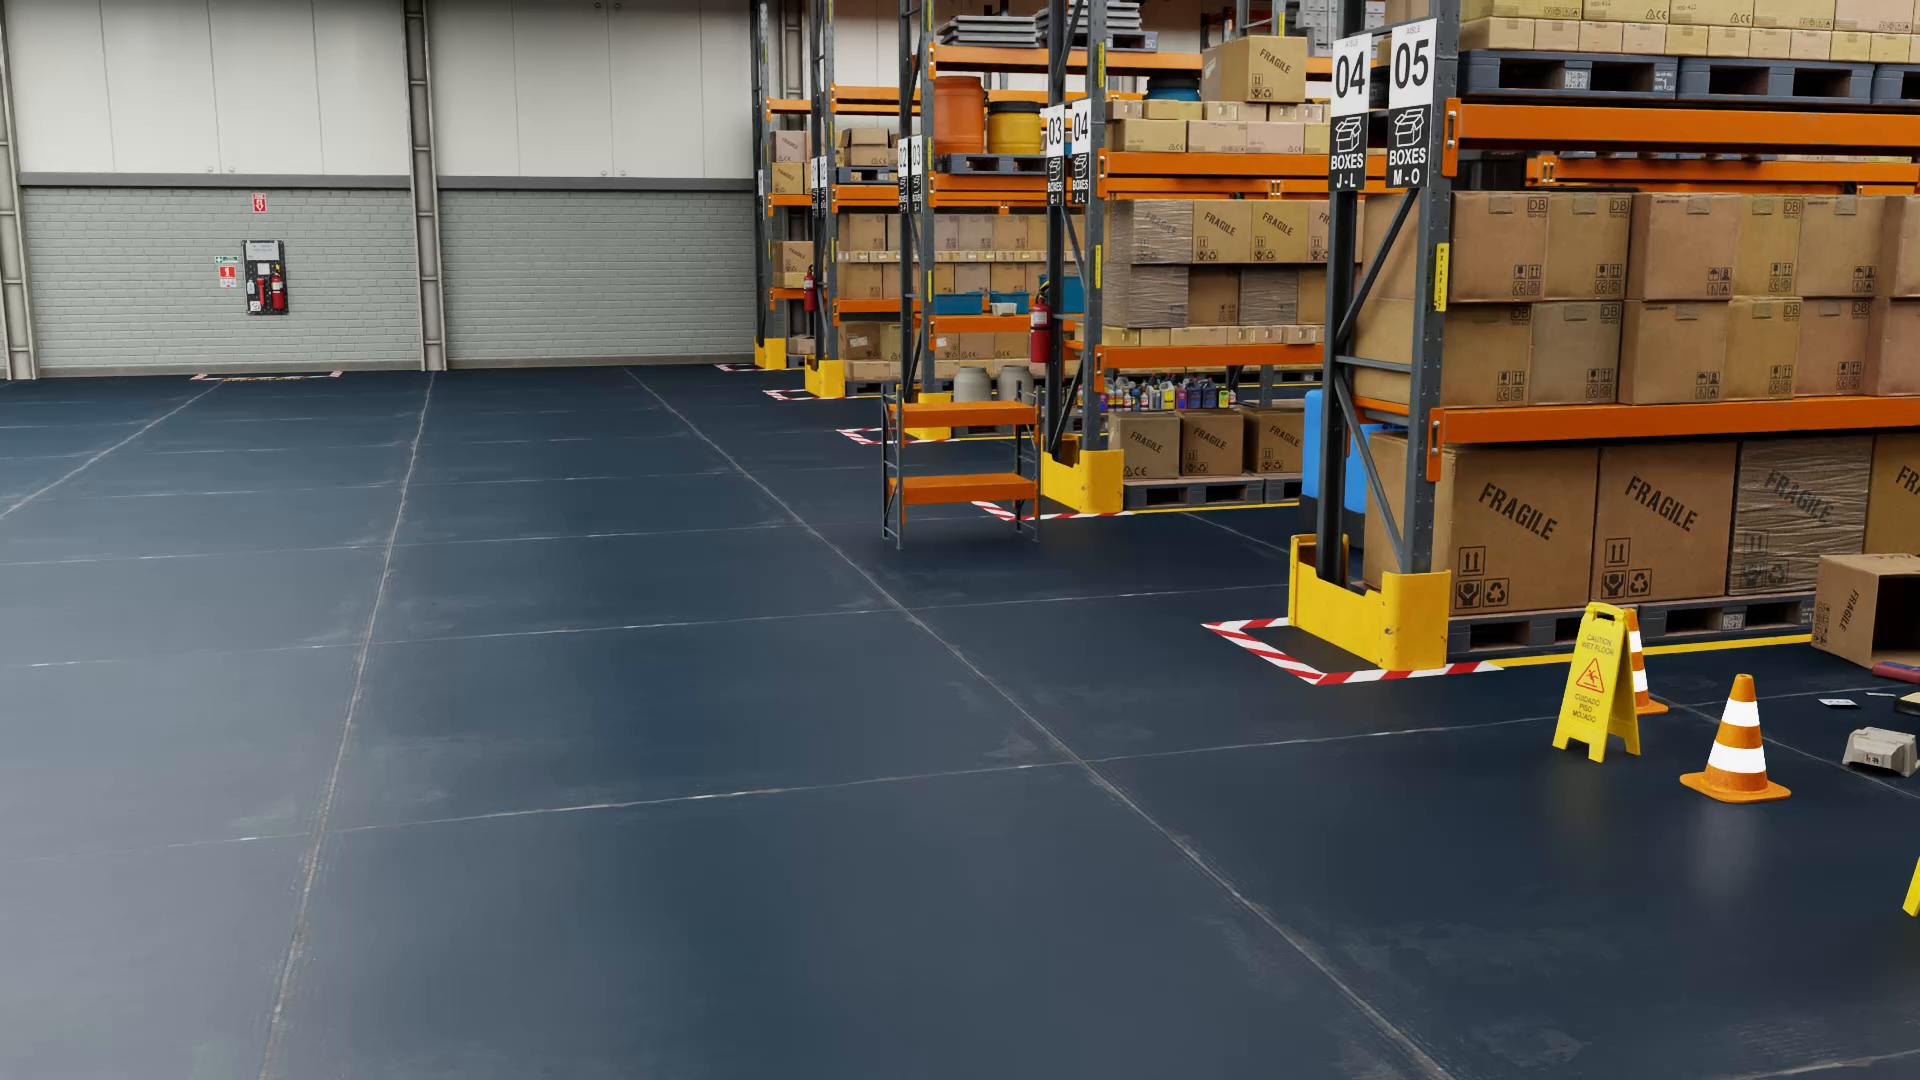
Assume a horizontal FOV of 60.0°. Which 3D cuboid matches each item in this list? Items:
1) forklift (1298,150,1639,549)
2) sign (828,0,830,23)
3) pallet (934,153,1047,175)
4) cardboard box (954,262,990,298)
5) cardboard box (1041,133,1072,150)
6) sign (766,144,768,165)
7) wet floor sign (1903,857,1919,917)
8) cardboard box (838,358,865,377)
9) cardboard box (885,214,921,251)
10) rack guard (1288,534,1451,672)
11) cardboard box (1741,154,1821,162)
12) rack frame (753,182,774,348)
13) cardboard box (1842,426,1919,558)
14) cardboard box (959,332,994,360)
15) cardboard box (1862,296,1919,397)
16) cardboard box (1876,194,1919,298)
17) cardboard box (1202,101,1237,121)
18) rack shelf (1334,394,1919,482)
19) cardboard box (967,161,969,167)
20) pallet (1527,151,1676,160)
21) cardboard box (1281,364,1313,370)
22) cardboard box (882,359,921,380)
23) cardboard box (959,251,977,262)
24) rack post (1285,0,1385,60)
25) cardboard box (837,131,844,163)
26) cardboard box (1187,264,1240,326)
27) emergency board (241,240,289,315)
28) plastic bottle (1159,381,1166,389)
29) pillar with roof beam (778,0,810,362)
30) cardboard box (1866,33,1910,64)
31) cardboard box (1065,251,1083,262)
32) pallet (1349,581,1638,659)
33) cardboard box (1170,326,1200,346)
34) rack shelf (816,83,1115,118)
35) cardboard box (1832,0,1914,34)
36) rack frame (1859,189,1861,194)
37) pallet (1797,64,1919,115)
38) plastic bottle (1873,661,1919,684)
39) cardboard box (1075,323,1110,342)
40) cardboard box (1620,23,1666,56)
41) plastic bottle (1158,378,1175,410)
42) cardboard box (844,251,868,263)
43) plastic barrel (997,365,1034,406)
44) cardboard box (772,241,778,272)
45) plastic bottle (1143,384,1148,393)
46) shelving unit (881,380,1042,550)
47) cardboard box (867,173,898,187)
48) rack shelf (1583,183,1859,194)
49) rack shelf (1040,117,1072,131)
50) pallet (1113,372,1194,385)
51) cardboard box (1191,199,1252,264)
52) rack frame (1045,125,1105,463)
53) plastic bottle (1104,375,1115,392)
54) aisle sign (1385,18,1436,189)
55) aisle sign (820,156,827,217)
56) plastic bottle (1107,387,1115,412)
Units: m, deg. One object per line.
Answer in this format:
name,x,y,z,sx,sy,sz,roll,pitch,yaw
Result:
forklift,4.059,-1.463,11.898,3.031,2.935,1.130,-3,11,-14
sign,-1.701,-6.897,21.639,0.005,0.325,0.100,-3,11,-16
pallet,0.352,-4.052,18.009,1.213,0.211,1.003,-3,11,-16
cardboard box,0.087,-3.655,23.342,0.500,0.500,0.700,-3,11,-14
cardboard box,1.433,-5.529,23.685,0.500,0.500,0.500,-2,11,-11
sign,-3.087,-6.178,26.620,0.005,0.325,0.100,-3,11,-16
wet floor sign,3.203,0.920,5.265,0.232,0.644,0.267,1,10,4
cardboard box,-1.418,-2.439,23.444,0.500,0.250,0.500,-3,11,-16
cardboard box,-0.844,-4.245,22.961,0.500,0.500,0.700,-3,11,-17
rack guard,2.181,0.314,8.960,0.348,0.500,1.175,-3,11,-16
cardboard box,7.253,-3.471,14.745,0.500,0.250,0.500,-3,11,-14
rack frame,-3.239,-4.367,27.483,0.127,3.000,1.000,-3,11,-16
cardboard box,5.421,-0.261,9.887,0.875,0.875,0.875,-3,11,-15
cardboard box,0.168,-2.793,23.297,0.500,0.500,0.500,-3,11,-16
cardboard box,5.172,-1.140,9.541,0.550,0.550,0.875,-3,11,-16
cardboard box,5.185,-1.663,9.398,0.550,0.550,0.875,-3,11,-16
cardboard box,2.009,-3.387,13.188,0.250,0.149,0.380,-3,11,-14
rack shelf,4.124,-0.664,9.355,4.000,0.370,1.077,-3,11,-16
cardboard box,-0.180,-5.342,22.674,0.500,0.500,0.500,-3,11,-16
pallet,5.378,-3.382,14.365,1.003,0.211,1.213,-3,11,-16
cardboard box,4.900,-2.669,24.697,0.500,0.250,0.500,-3,11,-17
cardboard box,-0.794,-2.375,23.096,0.500,0.250,0.500,-3,11,-16
cardboard box,0.063,-3.934,23.065,0.250,0.149,0.380,-3,11,-15
rack post,5.238,-6.011,19.289,3.121,1.000,1.013,-3,11,-16
cardboard box,-1.816,-6.415,27.228,0.500,0.500,0.500,-3,11,-14
cardboard box,1.897,-2.049,13.791,0.500,0.500,0.875,-3,11,-16
emergency board,-10.953,-4.131,26.200,0.643,1.169,0.194,-3,11,-16
plastic bottle,2.375,-1.725,19.451,0.097,0.271,0.097,0,10,0
pillar with roof beam,-1.605,-6.755,23.884,0.400,9.000,9.100,-3,11,-16
cardboard box,4.809,-2.601,8.862,0.250,0.149,0.380,-3,11,-15
cardboard box,1.551,-4.014,23.495,0.250,0.149,0.380,-3,11,-17
pallet,2.950,0.401,9.286,1.213,0.211,1.003,-3,11,-16
cardboard box,1.745,-1.653,13.432,0.250,0.149,0.380,-3,11,-16
rack shelf,0.070,-6.007,22.915,4.000,0.370,1.077,-3,11,-16
cardboard box,4.678,-2.802,8.855,0.500,0.250,0.500,-3,11,-16
rack frame,11.052,-3.252,21.427,0.127,3.000,1.000,-3,11,-16
pallet,5.256,-2.511,9.361,1.213,0.211,1.003,-3,11,-16
plastic bottle,4.714,0.665,8.267,0.133,0.061,0.283,-8,13,-36
cardboard box,1.131,-1.711,13.747,0.250,0.149,0.380,-3,11,-16
cardboard box,3.351,-2.524,8.445,0.250,0.149,0.380,-3,11,-16
plastic bottle,2.339,-1.652,18.837,0.185,0.351,0.144,-3,11,-16
cardboard box,-1.414,-3.857,22.643,0.250,0.149,0.380,-3,11,-16
plastic barrel,0.622,-1.700,18.706,0.421,0.512,0.421,0,10,0
cardboard box,-2.845,-4.733,27.757,0.500,0.500,0.500,-3,11,-17
plastic bottle,2.151,-1.630,18.903,0.133,0.283,0.061,-3,11,-16
shelving unit,0.006,-0.554,11.946,1.048,1.125,0.538,-3,11,-16
cardboard box,-1.316,-5.953,27.484,0.500,0.500,0.500,-2,11,-12
rack shelf,9.132,-4.272,20.671,4.000,0.370,1.077,-3,11,-16
rack shelf,2.522,-7.071,28.691,4.000,0.370,1.077,-3,11,-16
pallet,2.687,-2.381,24.398,1.213,0.211,1.003,-3,11,-16
cardboard box,2.001,-2.476,13.349,0.500,0.500,0.500,-3,11,-16
rack frame,0.915,-1.784,13.451,0.127,3.000,1.000,-3,11,-16
plastic bottle,1.712,-1.752,19.378,0.185,0.351,0.144,-3,11,-14
aisle sign,2.220,-2.139,8.202,0.004,0.787,0.394,-3,11,-16
aisle sign,-1.828,-4.728,22.264,0.004,0.787,0.394,-3,11,-16
plastic bottle,1.687,-1.574,18.634,0.097,0.271,0.097,0,10,0
